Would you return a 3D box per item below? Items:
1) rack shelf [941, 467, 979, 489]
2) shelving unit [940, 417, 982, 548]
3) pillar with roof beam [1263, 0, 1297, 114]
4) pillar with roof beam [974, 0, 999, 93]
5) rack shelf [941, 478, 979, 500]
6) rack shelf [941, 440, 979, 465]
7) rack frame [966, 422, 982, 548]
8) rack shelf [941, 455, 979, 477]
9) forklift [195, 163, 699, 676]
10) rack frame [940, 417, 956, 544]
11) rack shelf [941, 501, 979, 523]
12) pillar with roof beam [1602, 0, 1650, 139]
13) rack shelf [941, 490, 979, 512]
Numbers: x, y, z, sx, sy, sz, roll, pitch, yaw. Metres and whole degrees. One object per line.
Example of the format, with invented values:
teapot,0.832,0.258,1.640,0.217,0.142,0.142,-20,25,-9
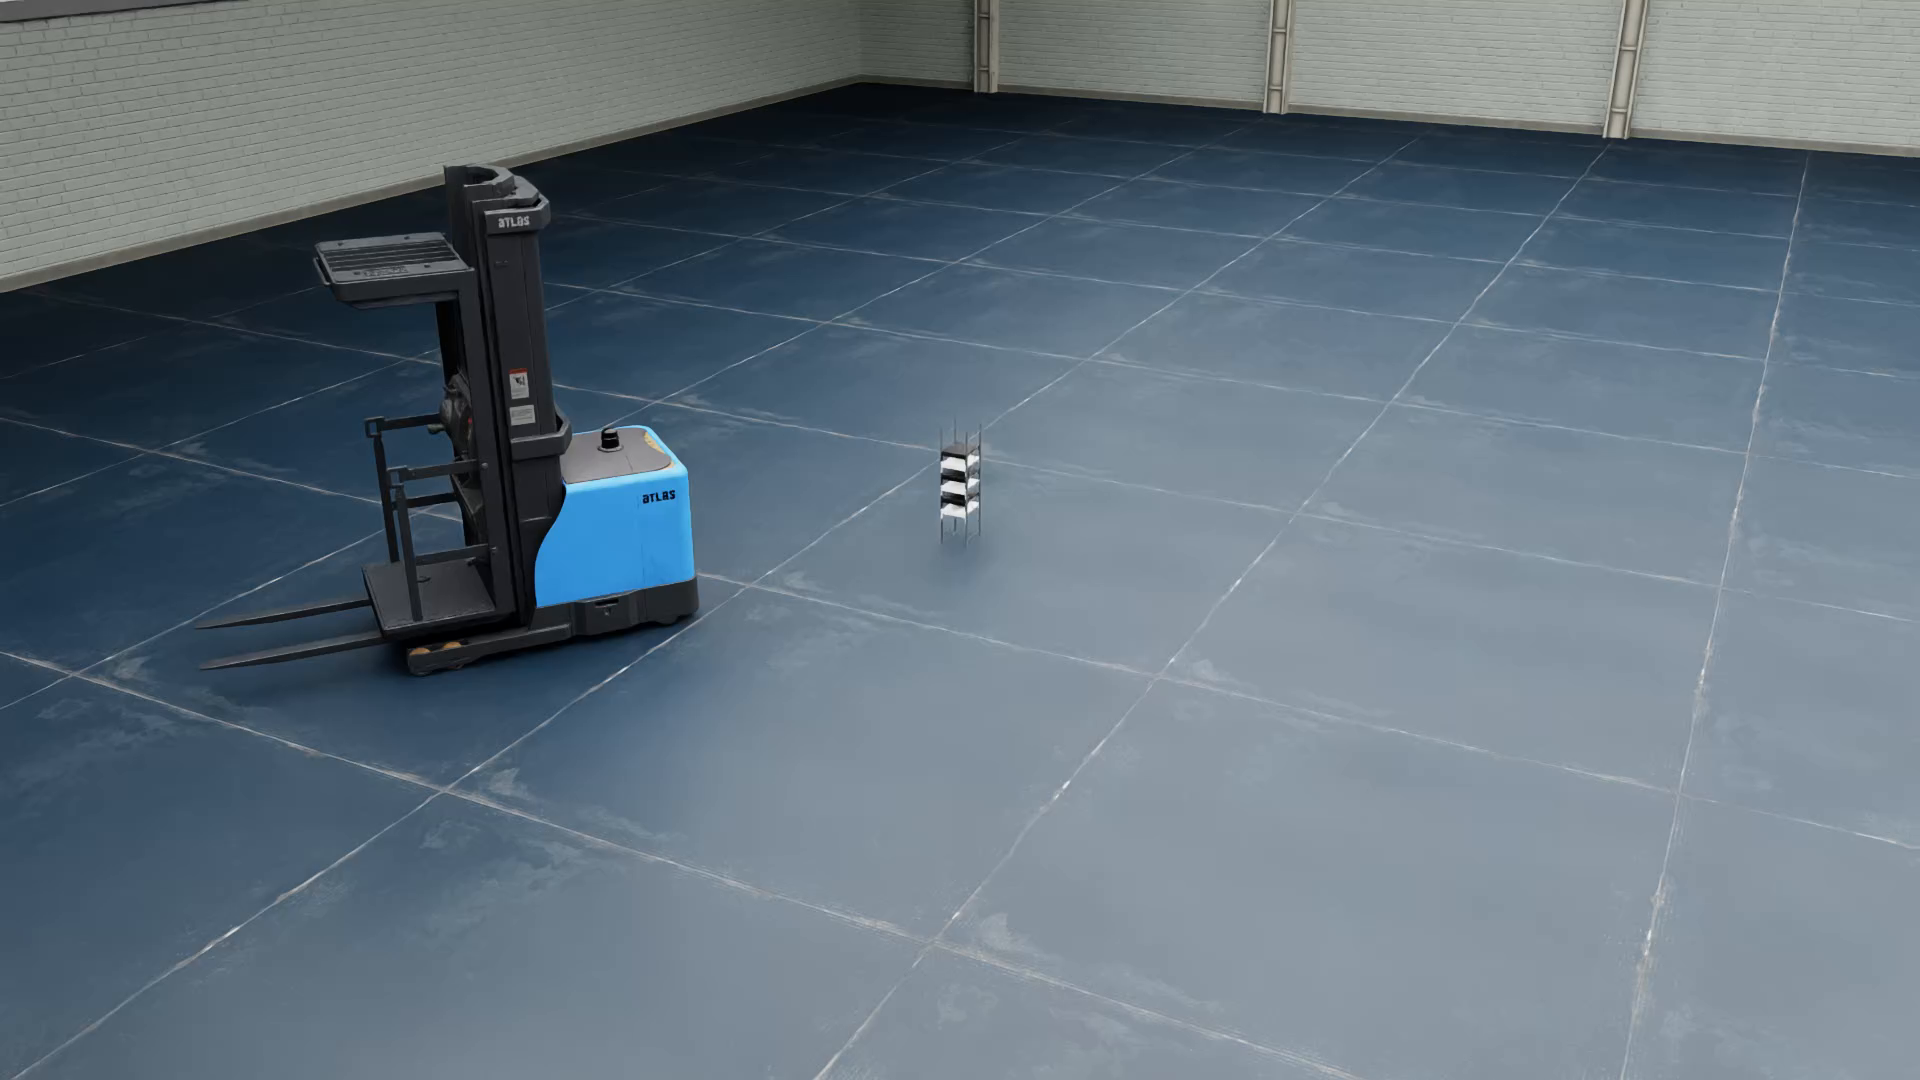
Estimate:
rack shelf,0.007,-0.465,12.048,0.200,0.077,0.258,11,25,25
shelving unit,0.007,-0.413,12.071,0.210,0.900,0.258,11,25,25
pillar with roof beam,3.934,-10.599,25.674,0.400,9.000,9.100,11,25,25
pillar with roof beam,-1.421,-11.658,28.165,0.400,9.000,9.100,11,25,25
rack shelf,0.007,-0.382,12.084,0.200,0.077,0.258,11,25,25
rack shelf,0.007,-0.630,11.978,0.200,0.077,0.258,11,25,25
rack frame,0.098,-0.395,12.028,0.006,0.900,0.240,11,25,25
rack shelf,0.007,-0.548,12.013,0.200,0.077,0.258,11,25,25
forklift,-3.288,-0.746,10.259,3.031,2.935,1.130,-10,25,-23
rack frame,-0.083,-0.431,12.113,0.006,0.900,0.240,11,25,25
rack shelf,0.007,-0.216,12.154,0.200,0.077,0.258,11,25,25
pillar with roof beam,9.288,-9.540,23.183,0.400,9.000,9.100,11,25,25
rack shelf,0.007,-0.299,12.119,0.200,0.077,0.258,11,25,25
